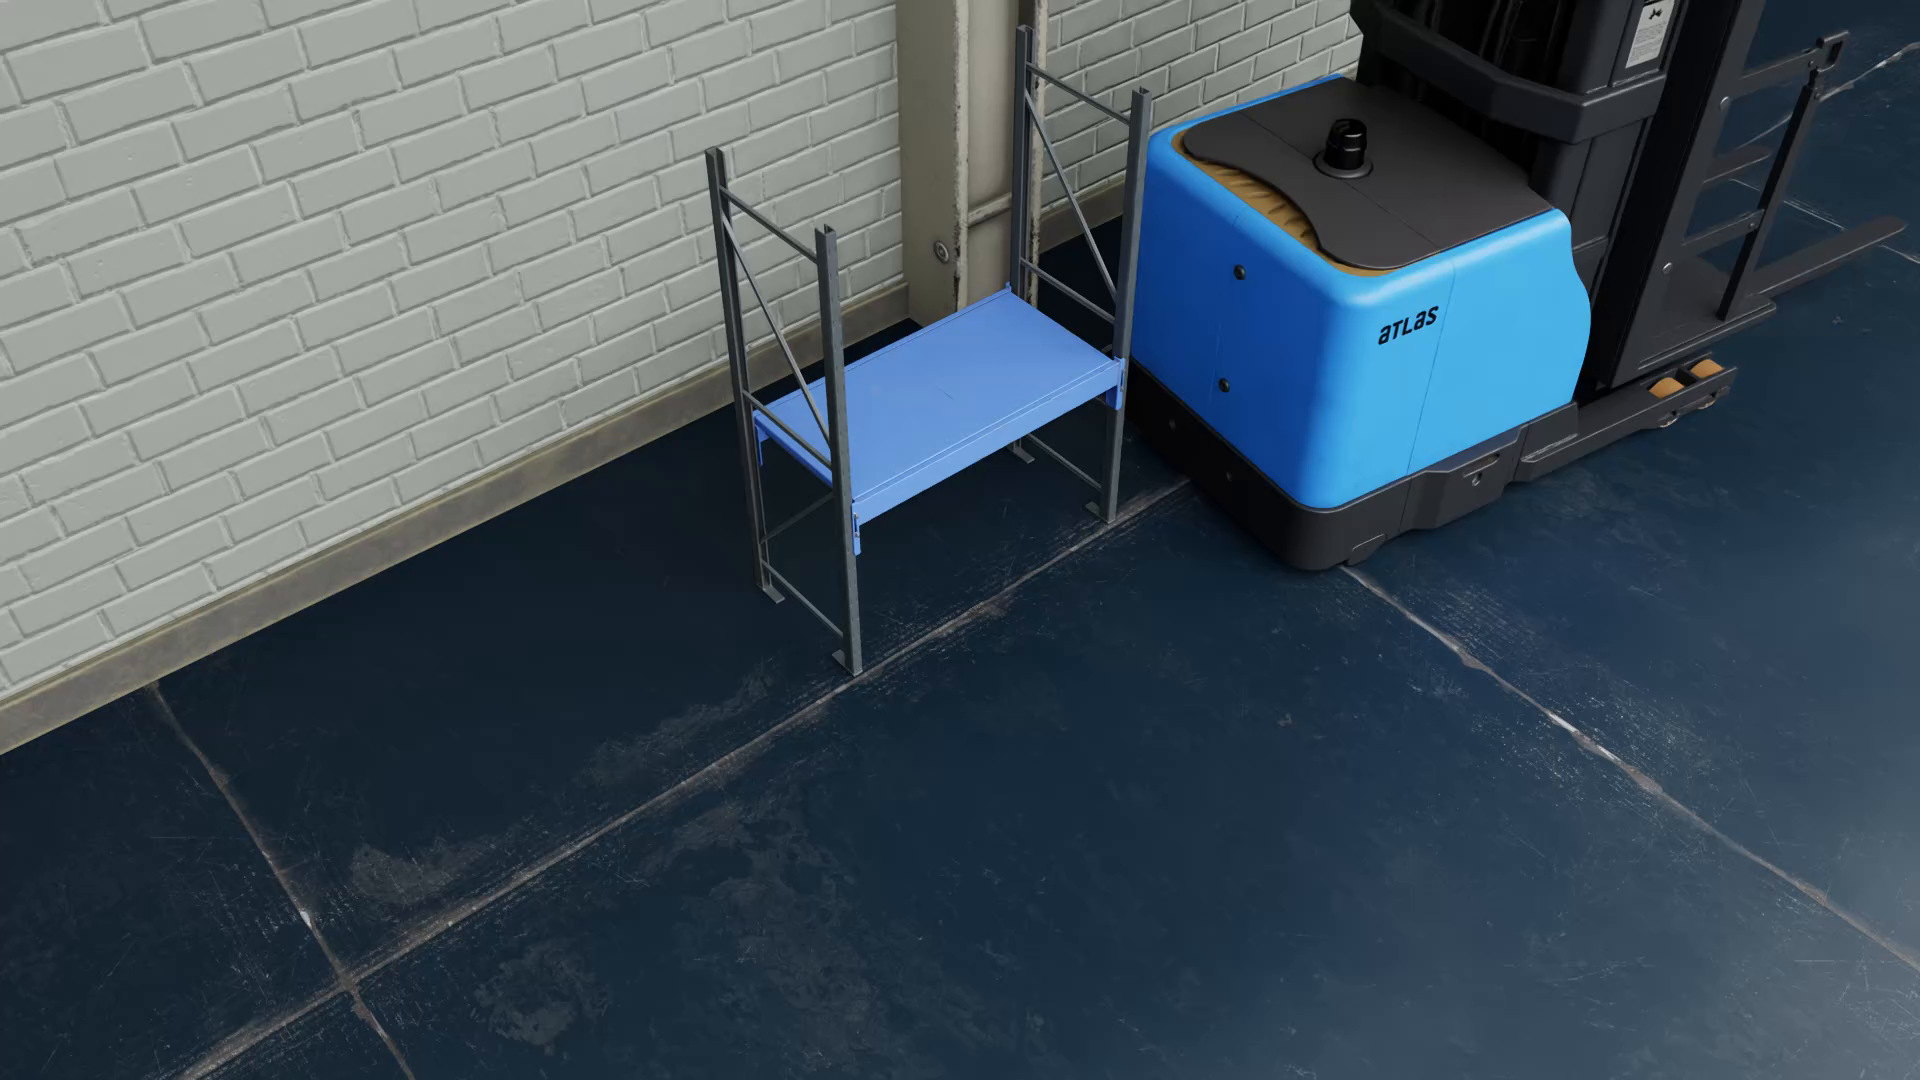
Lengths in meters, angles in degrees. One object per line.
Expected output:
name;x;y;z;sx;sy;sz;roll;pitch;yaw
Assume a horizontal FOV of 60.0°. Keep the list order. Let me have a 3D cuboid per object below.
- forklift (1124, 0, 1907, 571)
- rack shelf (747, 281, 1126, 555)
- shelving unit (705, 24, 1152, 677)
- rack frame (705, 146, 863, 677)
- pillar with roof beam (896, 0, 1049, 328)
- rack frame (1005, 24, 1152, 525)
forklift;2.055;-1.739;4.961;3.031;2.935;1.130;-23;48;-22
rack shelf;-0.065;-0.378;4.820;1.000;0.185;0.538;-30;51;-28
shelving unit;-0.065;-0.509;4.697;1.048;1.500;0.538;-30;51;-28
rack frame;-0.455;-0.286;4.459;0.032;1.500;0.500;-30;51;-28
pillar with roof beam;2.803;-1.867;0.664;0.400;9.000;9.100;-30;51;-28
rack frame;0.325;-0.732;4.934;0.032;1.500;0.500;-30;51;-28
